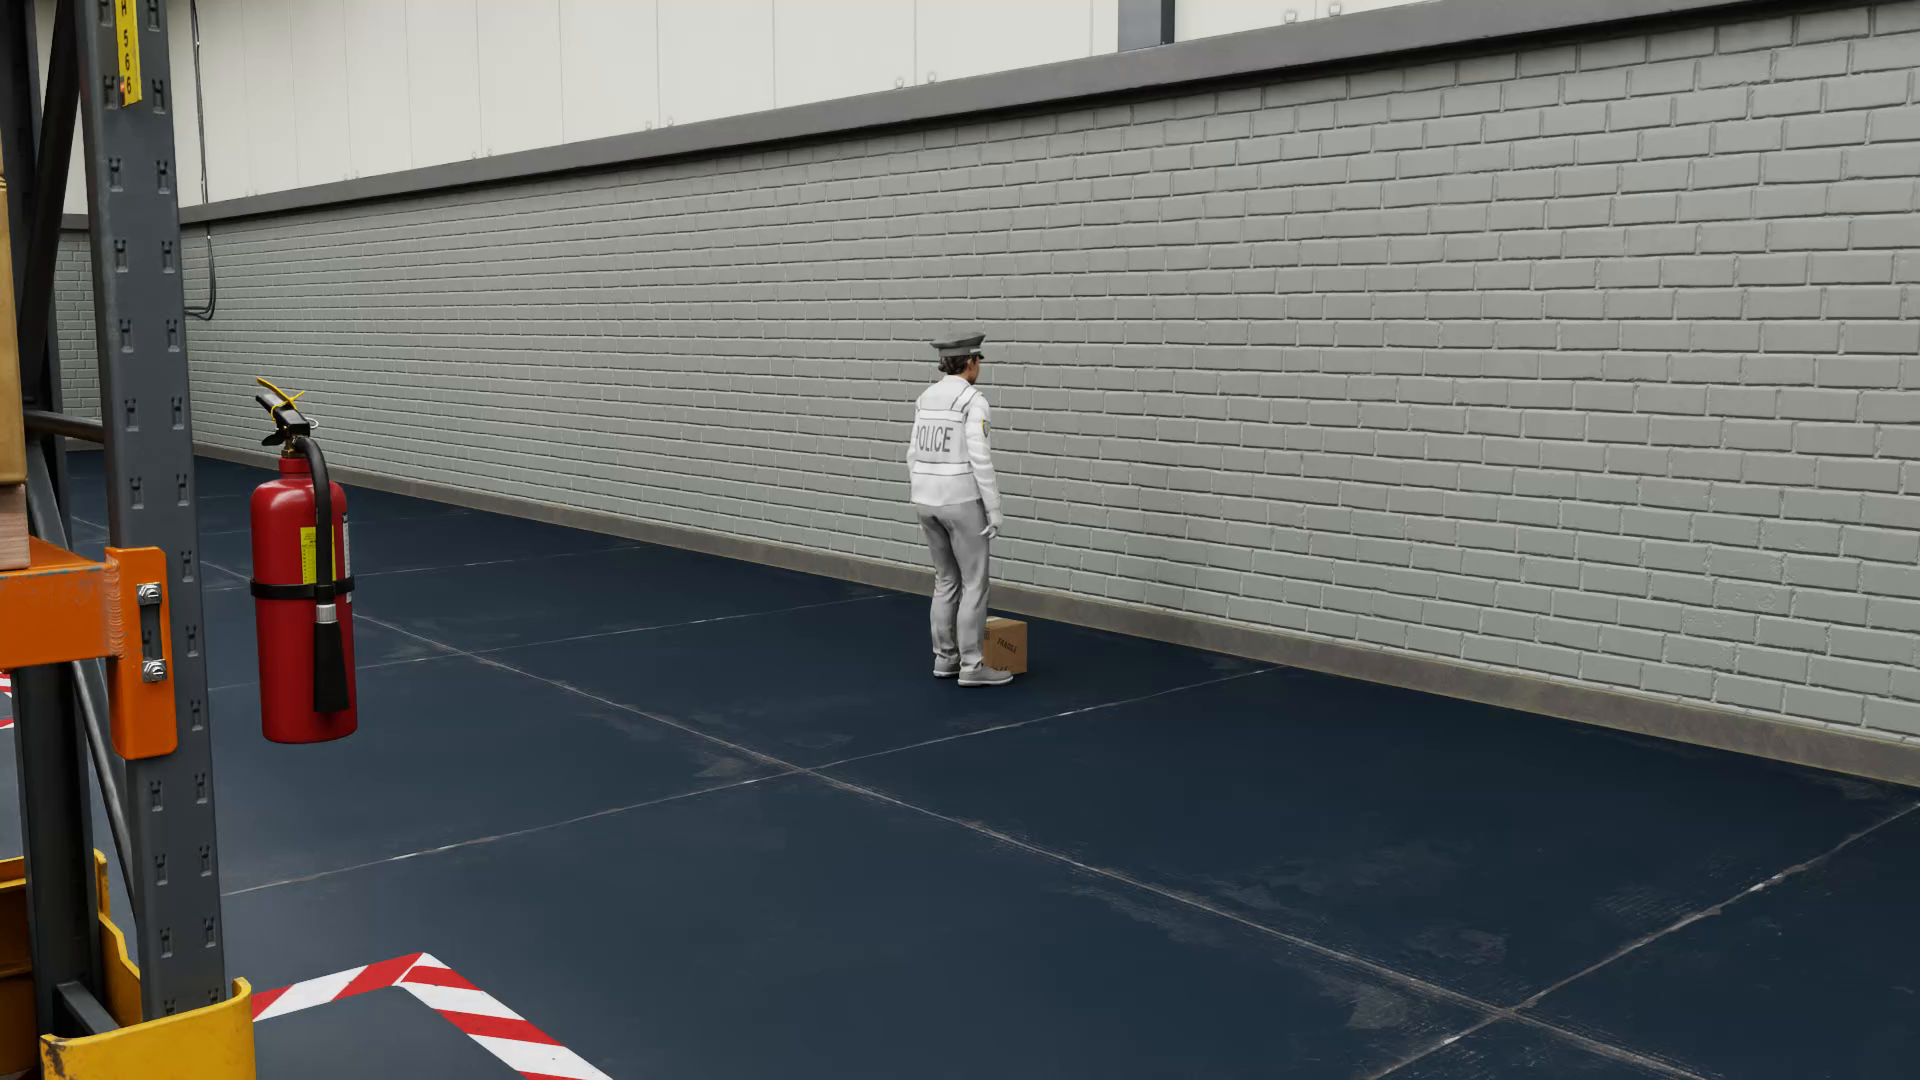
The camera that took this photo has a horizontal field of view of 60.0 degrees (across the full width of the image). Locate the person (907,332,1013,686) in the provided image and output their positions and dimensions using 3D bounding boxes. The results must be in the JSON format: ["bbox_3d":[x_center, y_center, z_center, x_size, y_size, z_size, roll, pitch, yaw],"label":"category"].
[{"bbox_3d":[-0.013,-0.156,7.944,0.406,1.666,0.544,-7,10,-43],"label":"person"}]
